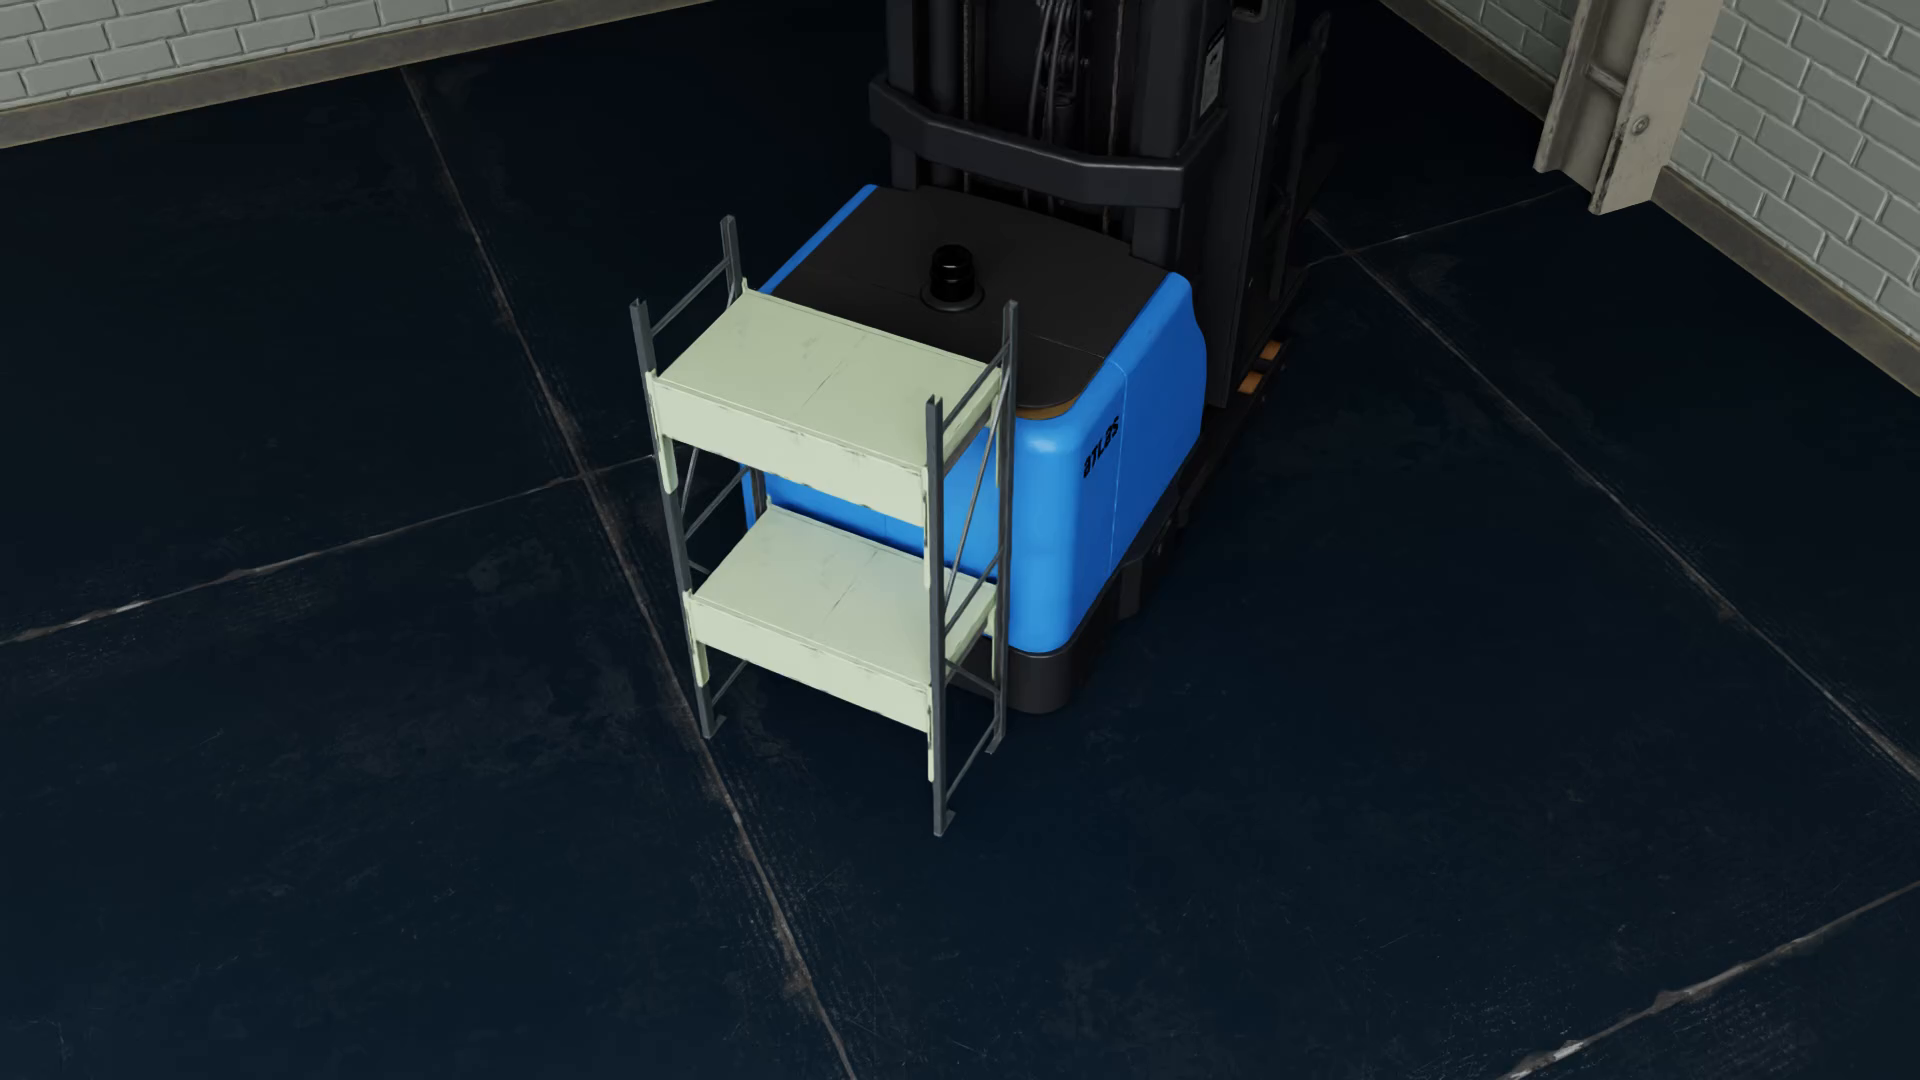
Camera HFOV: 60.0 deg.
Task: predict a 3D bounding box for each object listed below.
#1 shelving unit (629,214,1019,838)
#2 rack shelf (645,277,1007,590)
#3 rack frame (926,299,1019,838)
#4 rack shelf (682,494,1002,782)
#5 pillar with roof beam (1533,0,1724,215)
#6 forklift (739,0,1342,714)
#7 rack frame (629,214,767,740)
[{"bbox_3d":[-0.297,0.017,4.165,0.755,1.500,0.431,20,48,19],"label":"shelving unit"},{"bbox_3d":[-0.297,-0.260,3.890,0.720,0.370,0.431,20,48,19],"label":"rack shelf"},{"bbox_3d":[0.030,0.134,4.047,0.023,1.500,0.400,20,48,19],"label":"rack frame"},{"bbox_3d":[-0.297,0.249,4.394,0.720,0.370,0.431,20,48,19],"label":"rack shelf"},{"bbox_3d":[-1.347,-3.379,2.267,9.100,9.000,0.400,-18,47,-17],"label":"pillar with roof beam"},{"bbox_3d":[0.495,-1.592,4.776,1.130,2.935,3.031,20,48,19],"label":"forklift"},{"bbox_3d":[-0.623,-0.099,4.282,0.023,1.500,0.400,20,48,19],"label":"rack frame"}]
